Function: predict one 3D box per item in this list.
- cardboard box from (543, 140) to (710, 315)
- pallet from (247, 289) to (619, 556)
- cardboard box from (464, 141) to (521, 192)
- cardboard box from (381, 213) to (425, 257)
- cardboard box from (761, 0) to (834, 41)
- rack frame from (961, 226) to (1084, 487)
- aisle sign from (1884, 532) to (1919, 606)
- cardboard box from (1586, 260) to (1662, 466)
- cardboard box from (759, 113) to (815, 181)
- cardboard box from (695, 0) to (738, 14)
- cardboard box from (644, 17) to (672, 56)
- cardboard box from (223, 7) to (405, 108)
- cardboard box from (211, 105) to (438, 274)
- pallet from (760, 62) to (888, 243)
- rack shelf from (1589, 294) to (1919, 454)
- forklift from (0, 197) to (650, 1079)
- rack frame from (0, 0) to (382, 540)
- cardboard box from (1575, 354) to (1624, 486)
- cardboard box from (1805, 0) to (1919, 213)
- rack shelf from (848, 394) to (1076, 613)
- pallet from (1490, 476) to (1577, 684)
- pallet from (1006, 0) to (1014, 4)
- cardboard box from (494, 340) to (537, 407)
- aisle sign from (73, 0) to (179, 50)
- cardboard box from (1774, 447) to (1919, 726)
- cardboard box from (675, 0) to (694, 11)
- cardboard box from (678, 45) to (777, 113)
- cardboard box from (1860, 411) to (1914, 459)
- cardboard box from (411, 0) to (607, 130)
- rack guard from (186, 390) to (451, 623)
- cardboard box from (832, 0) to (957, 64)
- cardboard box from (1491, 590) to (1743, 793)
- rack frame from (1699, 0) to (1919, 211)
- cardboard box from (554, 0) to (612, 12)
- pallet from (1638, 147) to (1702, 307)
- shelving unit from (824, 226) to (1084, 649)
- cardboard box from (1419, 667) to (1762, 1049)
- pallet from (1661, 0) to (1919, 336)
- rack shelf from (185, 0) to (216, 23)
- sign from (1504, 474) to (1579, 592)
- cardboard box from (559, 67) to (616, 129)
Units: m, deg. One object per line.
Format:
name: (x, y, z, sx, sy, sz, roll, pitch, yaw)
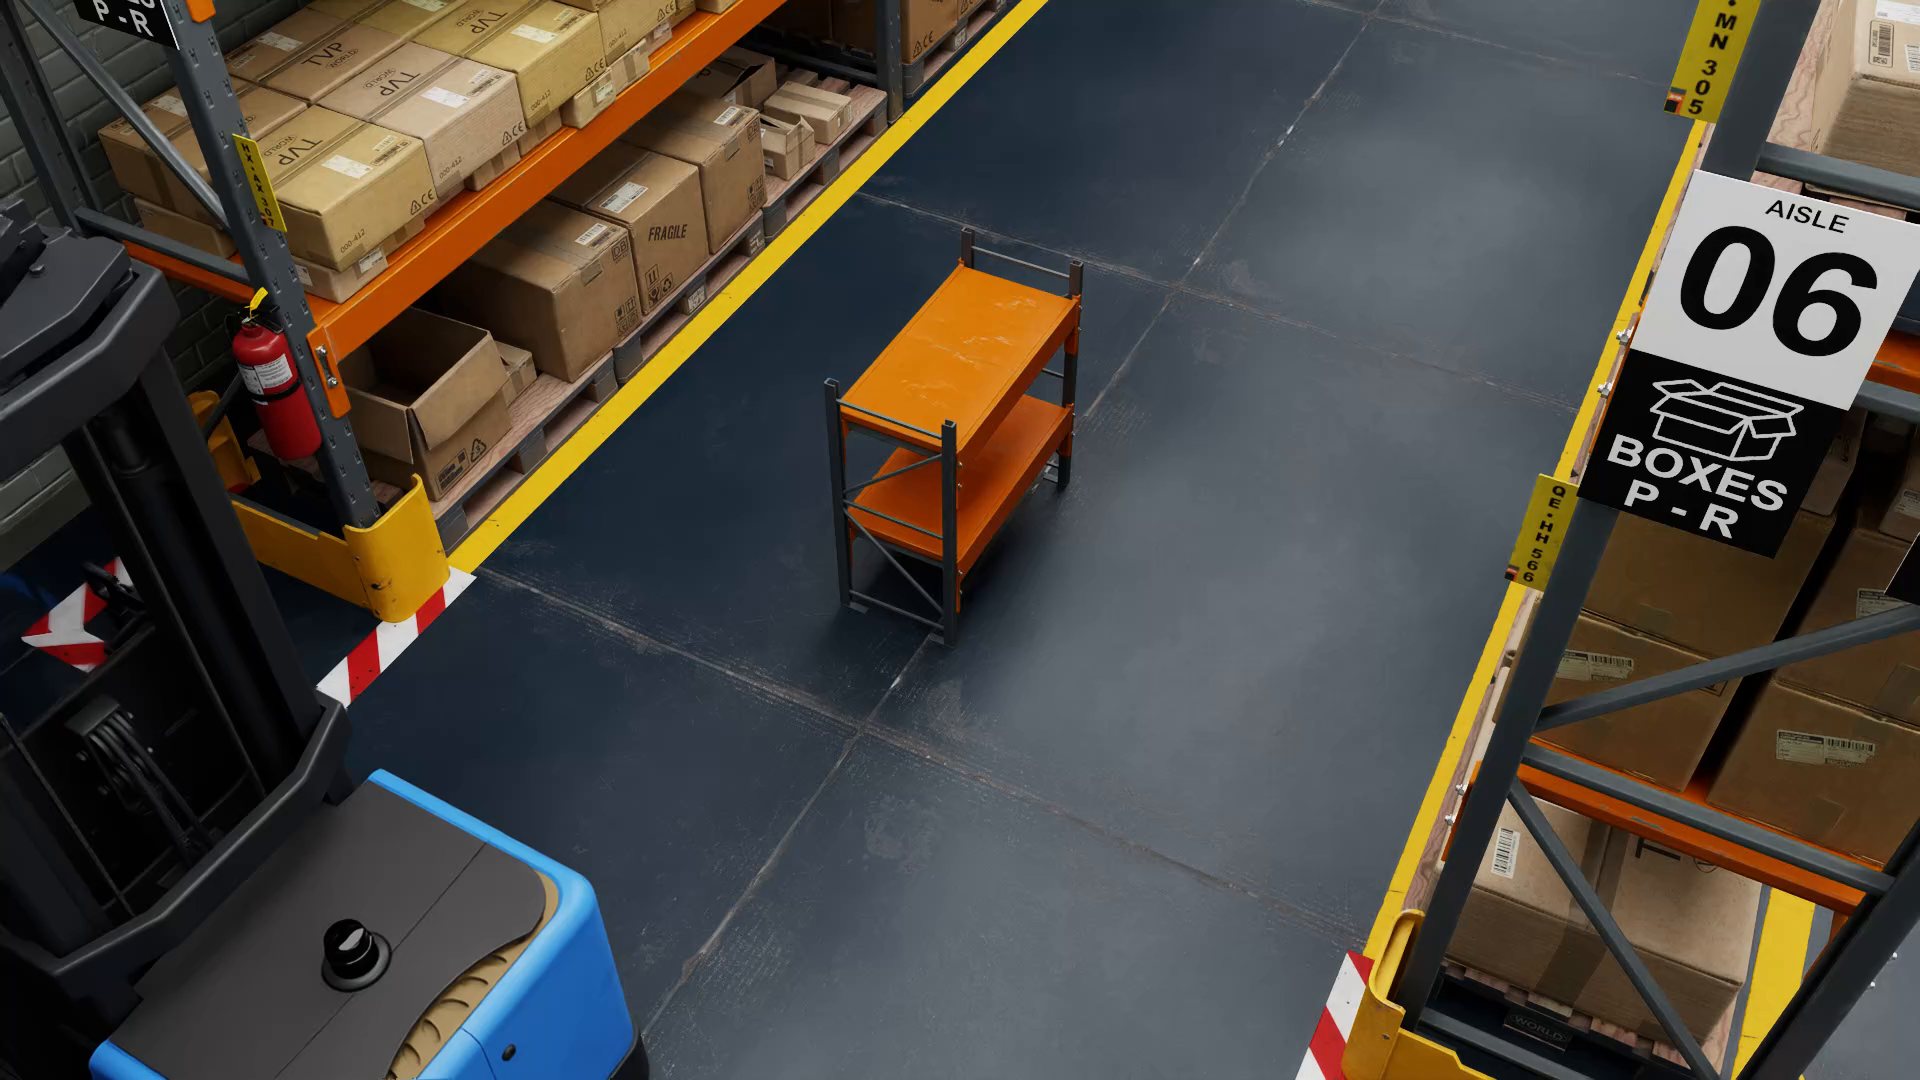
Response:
cardboard box: (-1.502, -1.418, 7.505, 0.500, 0.500, 0.500, 21, 49, 20)
pallet: (-2.231, -0.540, 7.135, 1.003, 0.211, 1.213, 20, 49, 19)
cardboard box: (-1.900, -1.489, 6.289, 0.380, 0.149, 0.250, 22, 49, 20)
cardboard box: (-2.163, -1.173, 5.977, 0.380, 0.149, 0.250, 22, 49, 20)
cardboard box: (-0.812, -3.165, 9.231, 0.500, 0.500, 0.500, 20, 49, 19)
rack frame: (0.233, -0.711, 6.662, 0.500, 1.125, 0.032, 20, 49, 19)
aisle sign: (1.986, -0.106, 2.918, 0.394, 0.787, 0.004, 20, 49, 19)
cardboard box: (1.992, -0.441, 4.303, 0.500, 0.500, 0.500, 21, 49, 19)
cardboard box: (-0.943, -2.003, 8.248, 0.396, 0.266, 0.258, 22, 49, 20)
cardboard box: (-1.143, -2.447, 7.236, 0.380, 0.149, 0.250, 20, 49, 18)
cardboard box: (-1.435, -2.151, 6.943, 0.380, 0.149, 0.250, 20, 49, 19)
cardboard box: (-2.416, -1.723, 6.240, 0.500, 0.250, 0.500, 21, 49, 19)
cardboard box: (-2.186, -1.218, 5.741, 0.500, 0.250, 0.500, 21, 49, 19)
pallet: (-1.098, -2.077, 8.654, 1.003, 0.211, 1.213, 20, 49, 19)
rack shelf: (2.691, -1.394, 4.416, 1.077, 0.370, 4.000, 20, 49, 19)
forklift: (-2.480, 0.410, 4.284, 3.031, 2.935, 1.130, 22, 49, 20)
rack frame: (-2.635, -0.969, 5.599, 1.000, 3.000, 0.127, 20, 49, 19)
cardboard box: (2.818, -0.175, 6.321, 0.875, 0.438, 0.875, 19, 48, 18)
cardboard box: (1.892, -0.831, 3.093, 0.500, 0.250, 0.500, 16, 48, 15)
rack shelf: (-0.003, -0.219, 6.520, 0.538, 0.278, 1.000, 20, 49, 19)
pallet: (2.632, 0.352, 6.254, 1.003, 0.211, 1.213, 20, 49, 19)
pallet: (0.131, -3.805, 10.363, 1.003, 0.211, 1.213, 20, 49, 19)
cardboard box: (-2.036, -0.724, 7.065, 0.380, 0.149, 0.250, 19, 48, 18)
aisle sign: (-2.407, -1.743, 4.536, 0.394, 0.787, 0.004, 20, 49, 19)
cardboard box: (2.238, 0.072, 3.796, 0.500, 0.500, 0.500, 19, 48, 18)
cardboard box: (-1.261, -2.509, 7.017, 0.500, 0.250, 0.500, 20, 49, 19)
cardboard box: (-1.294, -2.354, 8.562, 0.500, 0.311, 0.500, 22, 49, 20)
cardboard box: (2.232, -0.268, 3.677, 0.380, 0.149, 0.250, 22, 49, 20)
cardboard box: (-1.720, -1.856, 6.372, 0.500, 0.250, 0.500, 20, 49, 18)
rack guard: (-2.600, -0.139, 6.535, 1.175, 0.500, 0.348, 20, 49, 19)
cardboard box: (-0.355, -2.989, 9.057, 0.500, 0.500, 0.500, 22, 49, 21)
cardboard box: (1.752, 0.241, 4.333, 0.500, 0.500, 0.500, 21, 49, 19)
rack frame: (1.763, -1.442, 1.848, 1.000, 3.000, 0.127, 20, 49, 19)
cardboard box: (-1.490, -2.427, 6.409, 0.500, 0.500, 0.500, 22, 49, 20)
pallet: (3.911, -1.384, 7.969, 1.003, 0.211, 1.213, 20, 49, 19)
shelving unit: (-0.003, -0.391, 6.346, 0.538, 1.125, 1.048, 20, 49, 19)
cardboard box: (1.981, 0.971, 5.187, 0.875, 0.438, 0.875, 19, 48, 18)
pallet: (2.098, -0.827, 3.412, 1.003, 0.211, 1.213, 20, 49, 19)
rack shelf: (-1.707, -3.031, 6.033, 1.077, 0.370, 4.000, 20, 49, 19)
sign: (1.289, -0.011, 3.671, 0.100, 0.325, 0.005, 20, 49, 19)
cardboard box: (-1.598, -1.793, 6.589, 0.380, 0.149, 0.250, 19, 48, 18)
